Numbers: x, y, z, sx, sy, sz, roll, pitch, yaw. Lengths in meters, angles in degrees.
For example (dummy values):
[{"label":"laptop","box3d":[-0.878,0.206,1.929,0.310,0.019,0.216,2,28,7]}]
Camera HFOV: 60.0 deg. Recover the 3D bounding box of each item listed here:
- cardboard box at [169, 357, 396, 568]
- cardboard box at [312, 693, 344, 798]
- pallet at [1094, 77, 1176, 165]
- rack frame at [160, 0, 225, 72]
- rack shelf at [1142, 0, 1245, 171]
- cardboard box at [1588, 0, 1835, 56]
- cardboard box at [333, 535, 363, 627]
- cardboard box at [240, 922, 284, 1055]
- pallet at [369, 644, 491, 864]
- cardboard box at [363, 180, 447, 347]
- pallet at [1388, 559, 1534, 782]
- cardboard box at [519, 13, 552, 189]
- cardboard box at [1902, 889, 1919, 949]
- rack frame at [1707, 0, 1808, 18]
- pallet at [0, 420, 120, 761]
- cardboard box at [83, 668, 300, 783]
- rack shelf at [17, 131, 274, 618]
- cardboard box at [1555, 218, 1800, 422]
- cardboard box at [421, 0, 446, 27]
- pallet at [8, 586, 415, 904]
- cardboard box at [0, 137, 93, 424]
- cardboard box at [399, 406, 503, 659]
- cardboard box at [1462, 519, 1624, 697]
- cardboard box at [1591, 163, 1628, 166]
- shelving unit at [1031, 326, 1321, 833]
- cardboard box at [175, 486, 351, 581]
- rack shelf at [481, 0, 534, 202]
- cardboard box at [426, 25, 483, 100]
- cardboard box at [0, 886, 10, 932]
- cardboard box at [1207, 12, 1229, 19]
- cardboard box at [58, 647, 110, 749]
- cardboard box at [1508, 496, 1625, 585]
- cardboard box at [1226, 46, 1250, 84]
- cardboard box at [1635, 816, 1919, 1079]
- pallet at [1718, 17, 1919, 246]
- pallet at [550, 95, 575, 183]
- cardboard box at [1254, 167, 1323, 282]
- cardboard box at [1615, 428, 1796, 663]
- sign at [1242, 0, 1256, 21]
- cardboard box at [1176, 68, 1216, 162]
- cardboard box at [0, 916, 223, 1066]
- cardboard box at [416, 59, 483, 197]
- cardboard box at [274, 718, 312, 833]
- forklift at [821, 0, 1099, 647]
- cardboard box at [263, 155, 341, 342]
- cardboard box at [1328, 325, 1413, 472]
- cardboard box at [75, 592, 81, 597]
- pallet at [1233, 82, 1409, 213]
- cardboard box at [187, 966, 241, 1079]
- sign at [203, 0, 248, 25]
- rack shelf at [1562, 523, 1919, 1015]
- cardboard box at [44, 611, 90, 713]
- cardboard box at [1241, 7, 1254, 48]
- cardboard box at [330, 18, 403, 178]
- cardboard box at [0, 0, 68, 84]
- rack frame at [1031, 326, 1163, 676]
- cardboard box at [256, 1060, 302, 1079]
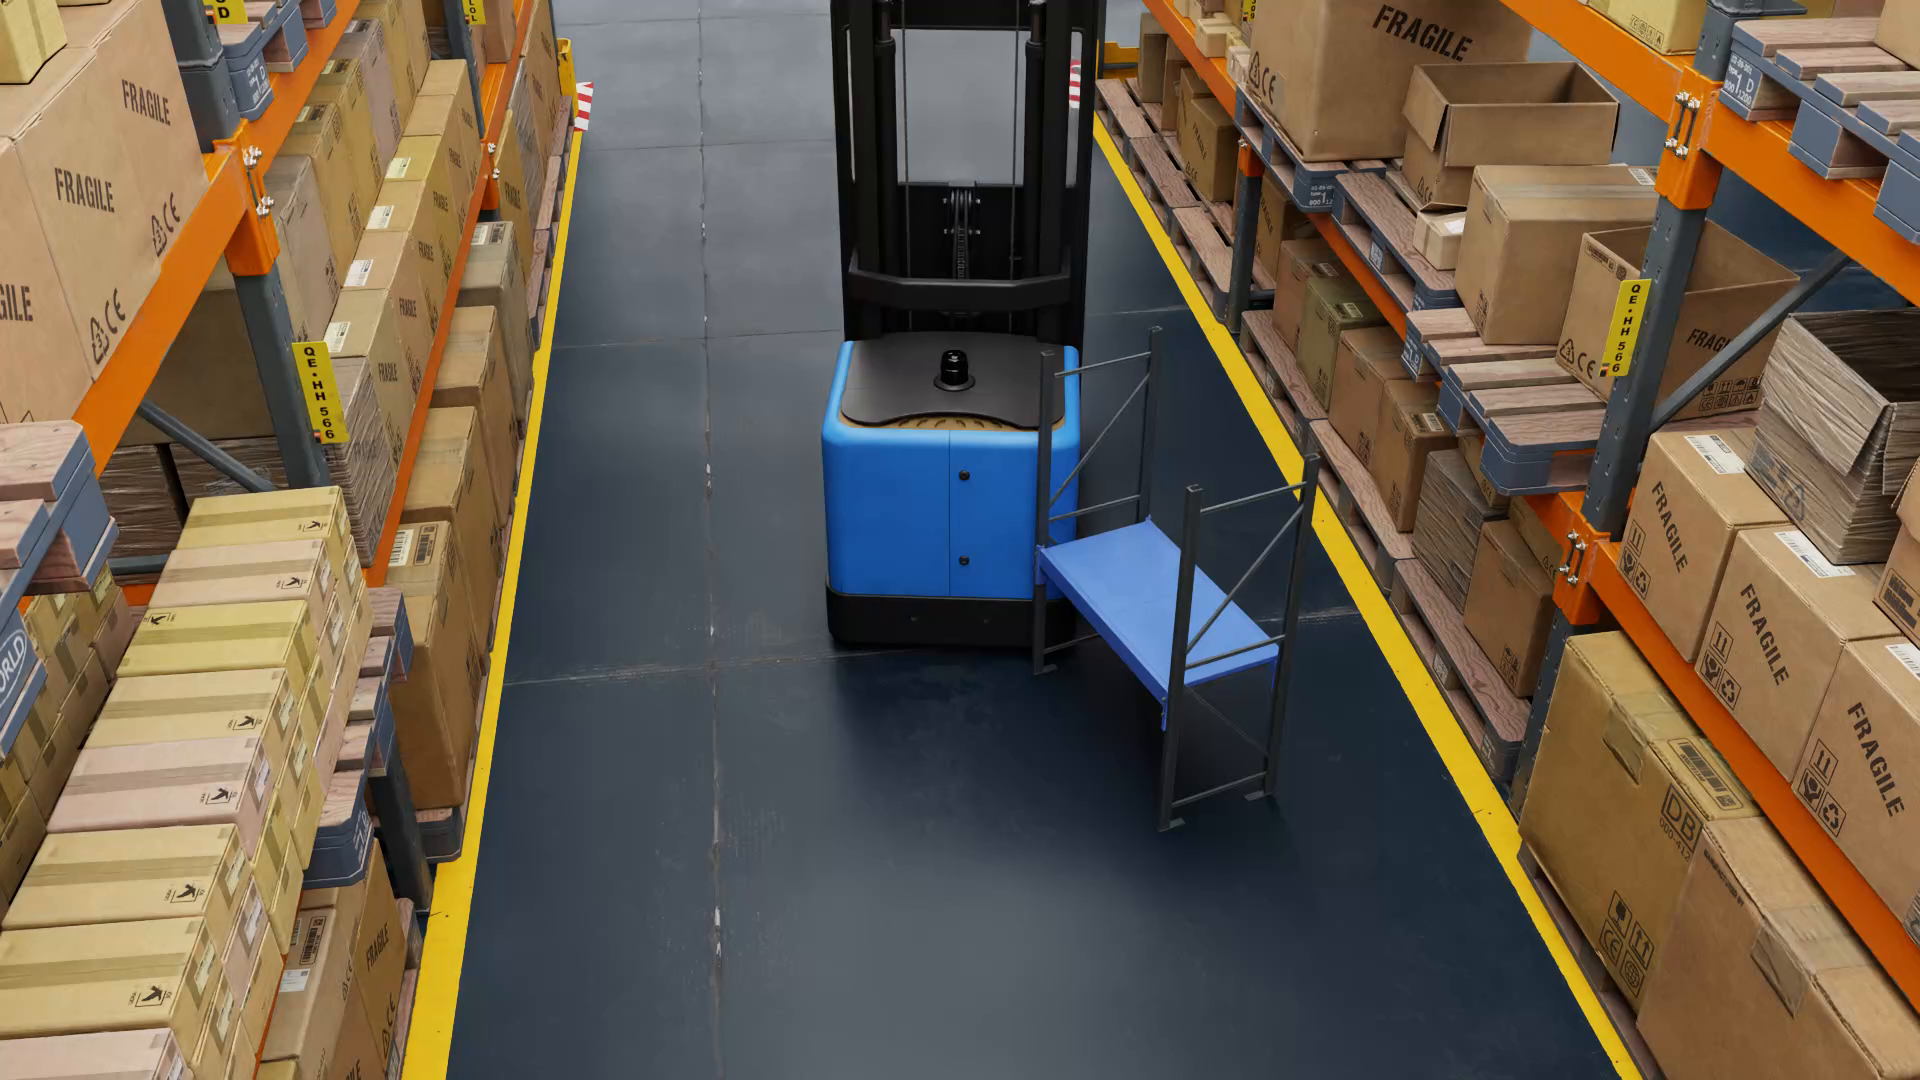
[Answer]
[{"label":"cardboard box","box3d":[-2.154,-0.238,5.346,0.500,0.500,0.500,-4,34,-6]},{"label":"cardboard box","box3d":[-1.773,0.528,4.162,0.380,0.149,0.250,-4,34,-6]},{"label":"pallet","box3d":[1.576,-3.058,12.050,1.003,0.211,1.213,-4,35,-6]},{"label":"rack frame","box3d":[-2.361,-2.404,3.287,1.000,3.000,0.127,-4,35,-6]},{"label":"rack shelf","box3d":[1.761,-3.296,10.561,1.077,0.370,4.000,-4,35,-6]},{"label":"cardboard box","box3d":[2.261,-1.669,5.005,0.500,0.250,0.500,-4,35,-6]},{"label":"cardboard box","box3d":[-1.843,0.123,4.492,0.380,0.149,0.250,-4,34,-5]},{"label":"cardboard box","box3d":[-1.672,0.962,3.526,0.380,0.149,0.250,-3,34,-5]},{"label":"pallet","box3d":[-2.392,0.781,6.416,1.003,0.211,1.213,-4,35,-6]},{"label":"cardboard box","box3d":[-2.357,-1.081,6.584,0.500,0.500,0.500,-5,35,-7]},{"label":"pallet","box3d":[2.464,0.471,6.871,1.003,0.211,1.213,-4,35,-6]},{"label":"cardboard box","box3d":[-3.160,-2.821,10.740,0.875,0.875,0.875,-5,35,-7]},{"label":"cardboard box","box3d":[2.573,0.858,3.738,0.500,0.500,0.500,-4,35,-6]},{"label":"rack frame","box3d":[2.567,-2.724,3.756,1.000,3.000,0.127,-4,35,-6]},{"label":"pallet","box3d":[-1.943,0.214,2.276,1.213,0.211,1.003,-4,35,-6]},{"label":"cardboard box","box3d":[-1.734,0.433,3.773,0.380,0.149,0.250,-3,34,-5]},{"label":"rack shelf","box3d":[-2.092,0.248,2.697,1.077,0.370,4.000,-4,35,-6]},{"label":"cardboard box","box3d":[2.455,-0.758,5.737,0.500,0.500,0.500,-9,35,-12]},{"label":"cardboard box","box3d":[-2.915,-2.874,8.212,0.875,0.550,0.550,-4,35,-6]},{"label":"pallet","box3d":[-2.160,0.543,4.459,1.213,0.211,1.003,-4,35,-6]},{"label":"cardboard box","box3d":[-1.889,-0.349,2.847,0.500,0.500,0.500,-4,35,-6]},{"label":"cardboard box","box3d":[-2.475,-0.004,6.716,1.050,0.750,0.750,-4,34,-6]},{"label":"cardboard box","box3d":[2.458,0.234,6.572,0.700,0.500,0.500,-6,35,-9]},{"label":"cardboard box","box3d":[2.570,-1.309,6.767,0.500,0.250,0.500,-5,35,-8]},{"label":"shelving unit","box3d":[0.744,0.140,6.213,0.538,1.500,1.048,-15,37,-20]},{"label":"cardboard box","box3d":[-1.841,-0.002,4.411,0.380,0.149,0.250,-6,35,-8]},{"label":"rack shelf","box3d":[-3.168,-2.976,10.093,1.077,0.370,4.000,-4,35,-6]},{"label":"cardboard box","box3d":[-2.960,-2.424,8.511,0.875,0.550,0.550,-4,35,-6]},{"label":"cardboard box","box3d":[-2.352,0.869,3.661,0.380,0.149,0.250,-3,34,-5]},{"label":"cardboard box","box3d":[1.664,-3.036,9.764,0.380,0.149,0.250,-4,35,-6]},{"label":"cardboard box","box3d":[-2.465,0.420,4.321,0.380,0.149,0.250,-3,34,-4]},{"label":"cardboard box","box3d":[2.448,-0.075,6.360,0.500,0.250,0.500,-3,34,-4]},{"label":"cardboard box","box3d":[1.685,-2.611,9.141,0.380,0.149,0.250,-4,35,-6]},{"label":"cardboard box","box3d":[2.752,1.345,4.627,1.225,0.875,0.875,-4,35,-6]},{"label":"pallet","box3d":[2.707,-1.051,4.133,1.213,0.211,1.003,-3,34,-4]},{"label":"pallet","box3d":[-3.252,-2.797,11.667,1.003,0.211,1.213,-4,35,-6]},{"label":"cardboard box","box3d":[2.015,-1.844,9.638,0.500,0.500,0.500,-5,35,-8]},{"label":"cardboard box","box3d":[2.363,0.006,4.989,0.500,0.500,0.500,-3,34,-5]},{"label":"sign","box3d":[1.493,-2.789,8.410,0.100,0.325,0.005,-4,35,-6]},{"label":"cardboard box","box3d":[1.739,-2.818,11.068,0.500,0.500,0.500,-1,34,-2]},{"label":"cardboard box","box3d":[-1.635,0.865,3.139,0.380,0.149,0.250,-3,34,-5]},{"label":"cardboard box","box3d":[-2.564,-1.928,7.827,0.500,0.500,0.500,-5,35,-7]},{"label":"cardboard box","box3d":[-1.735,0.558,3.853,0.380,0.149,0.250,-4,35,-6]},{"label":"forklift","box3d":[0.030,-1.565,7.443,1.130,2.935,3.031,2,34,2]},{"label":"cardboard box","box3d":[-2.481,-0.913,5.450,0.700,0.500,0.500,-5,35,-7]},{"label":"cardboard box","box3d":[2.212,-0.702,7.945,0.700,0.500,0.500,-7,35,-10]},{"label":"cardboard box","box3d":[-2.490,0.034,4.358,0.380,0.149,0.250,-4,35,-6]},{"label":"pallet","box3d":[1.988,-1.960,8.133,1.003,0.211,1.213,-4,35,-6]},{"label":"cardboard box","box3d":[-1.633,0.987,3.224,0.380,0.149,0.250,-5,35,-7]},{"label":"sign","box3d":[-1.823,-1.419,4.045,0.100,0.325,0.005,-4,35,-6]},{"label":"rack shelf","box3d":[2.836,1.169,4.010,1.077,0.370,4.000,-4,35,-6]},{"label":"cardboard box","box3d":[-2.456,0.318,4.206,0.380,0.149,0.250,-3,34,-4]},{"label":"cardboard box","box3d":[2.030,-2.897,8.984,0.875,0.500,0.500,-4,35,-6]},{"label":"cardboard box","box3d":[-2.688,-1.766,6.702,0.700,0.500,0.500,-4,34,-6]},{"label":"cardboard box","box3d":[-1.965,-1.031,3.168,0.396,0.266,0.258,-4,35,-6]},{"label":"rack frame","box3d":[0.529,-0.120,6.594,0.500,1.500,0.032,-15,37,-20]},{"label":"cardboard box","box3d":[-1.878,1.552,3.990,0.500,0.250,0.500,-4,34,-5]}]
